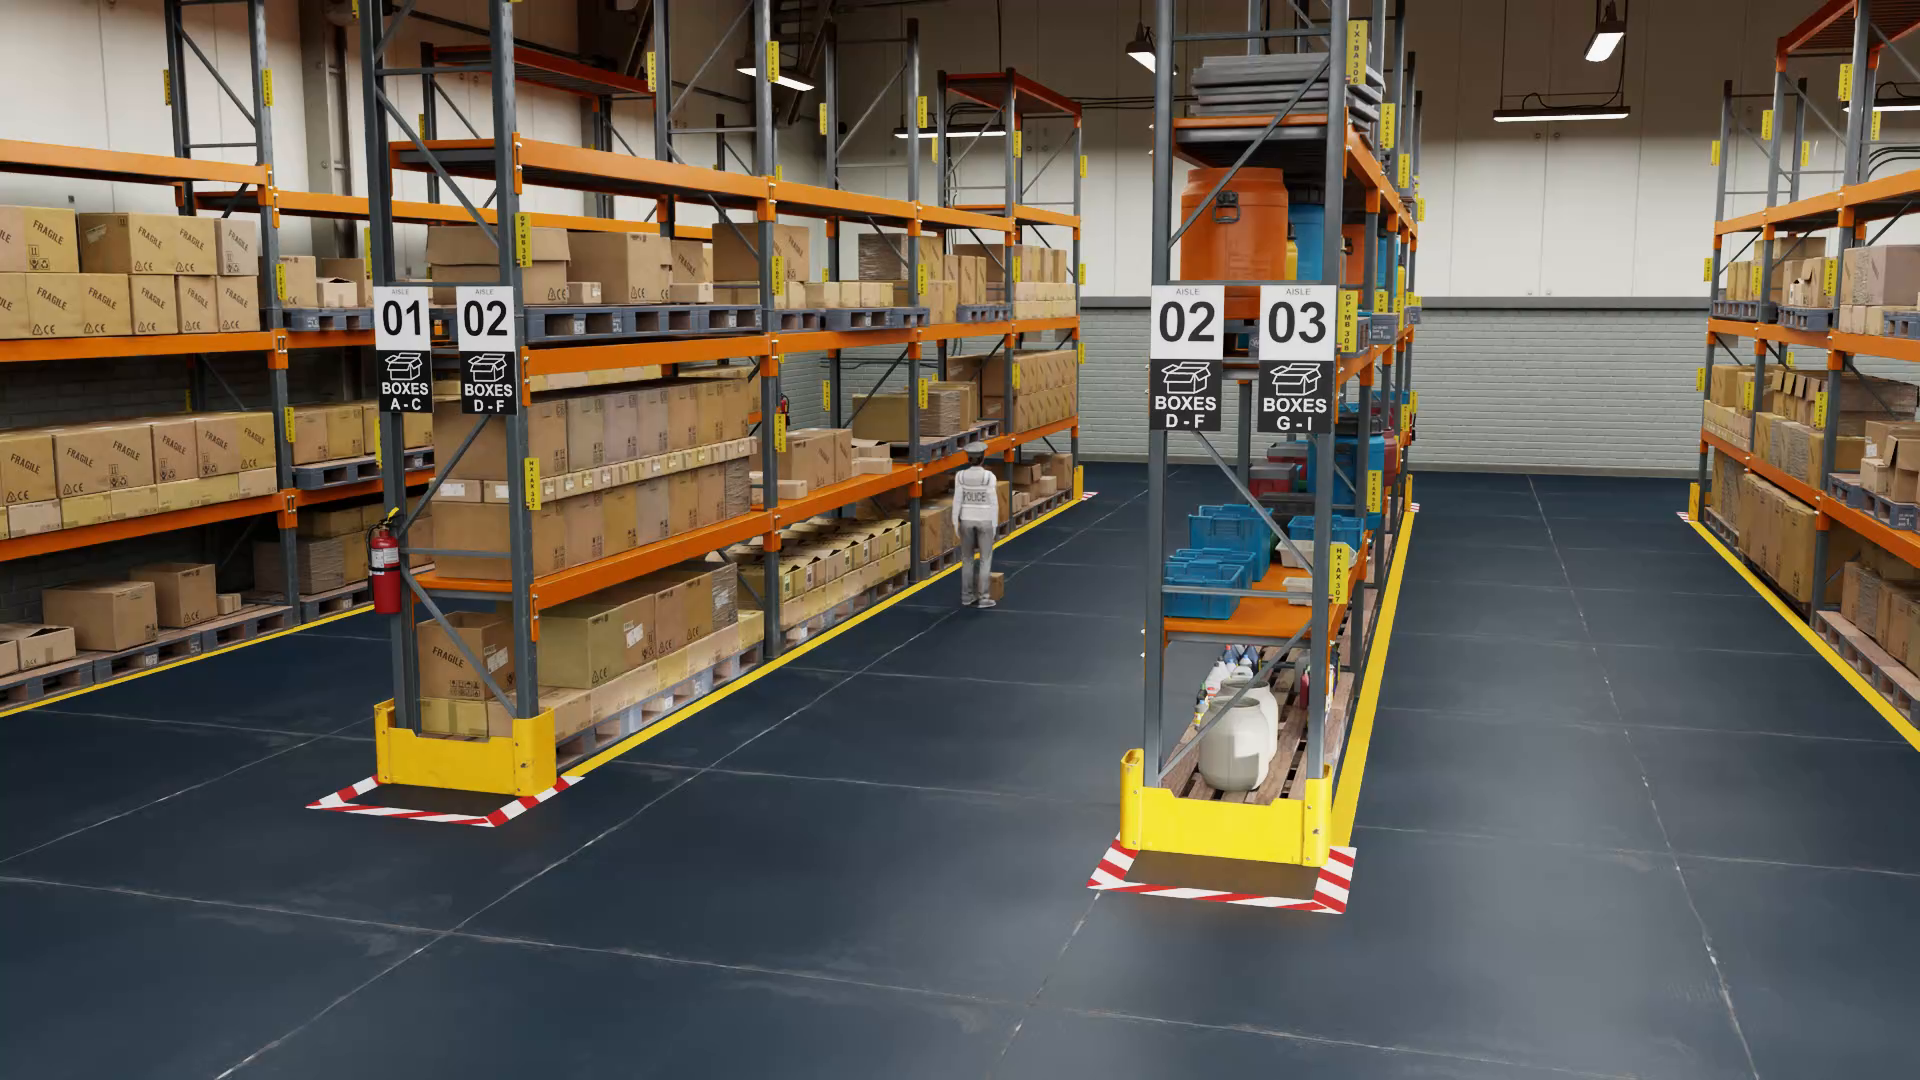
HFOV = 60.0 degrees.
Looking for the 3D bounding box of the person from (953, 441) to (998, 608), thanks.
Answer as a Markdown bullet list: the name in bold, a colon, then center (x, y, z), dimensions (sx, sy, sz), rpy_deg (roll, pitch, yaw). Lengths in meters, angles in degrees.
- **person**: center (0.171, -0.161, 16.865), dimensions (0.481, 1.679, 0.403), rpy_deg (2, 9, 16)
